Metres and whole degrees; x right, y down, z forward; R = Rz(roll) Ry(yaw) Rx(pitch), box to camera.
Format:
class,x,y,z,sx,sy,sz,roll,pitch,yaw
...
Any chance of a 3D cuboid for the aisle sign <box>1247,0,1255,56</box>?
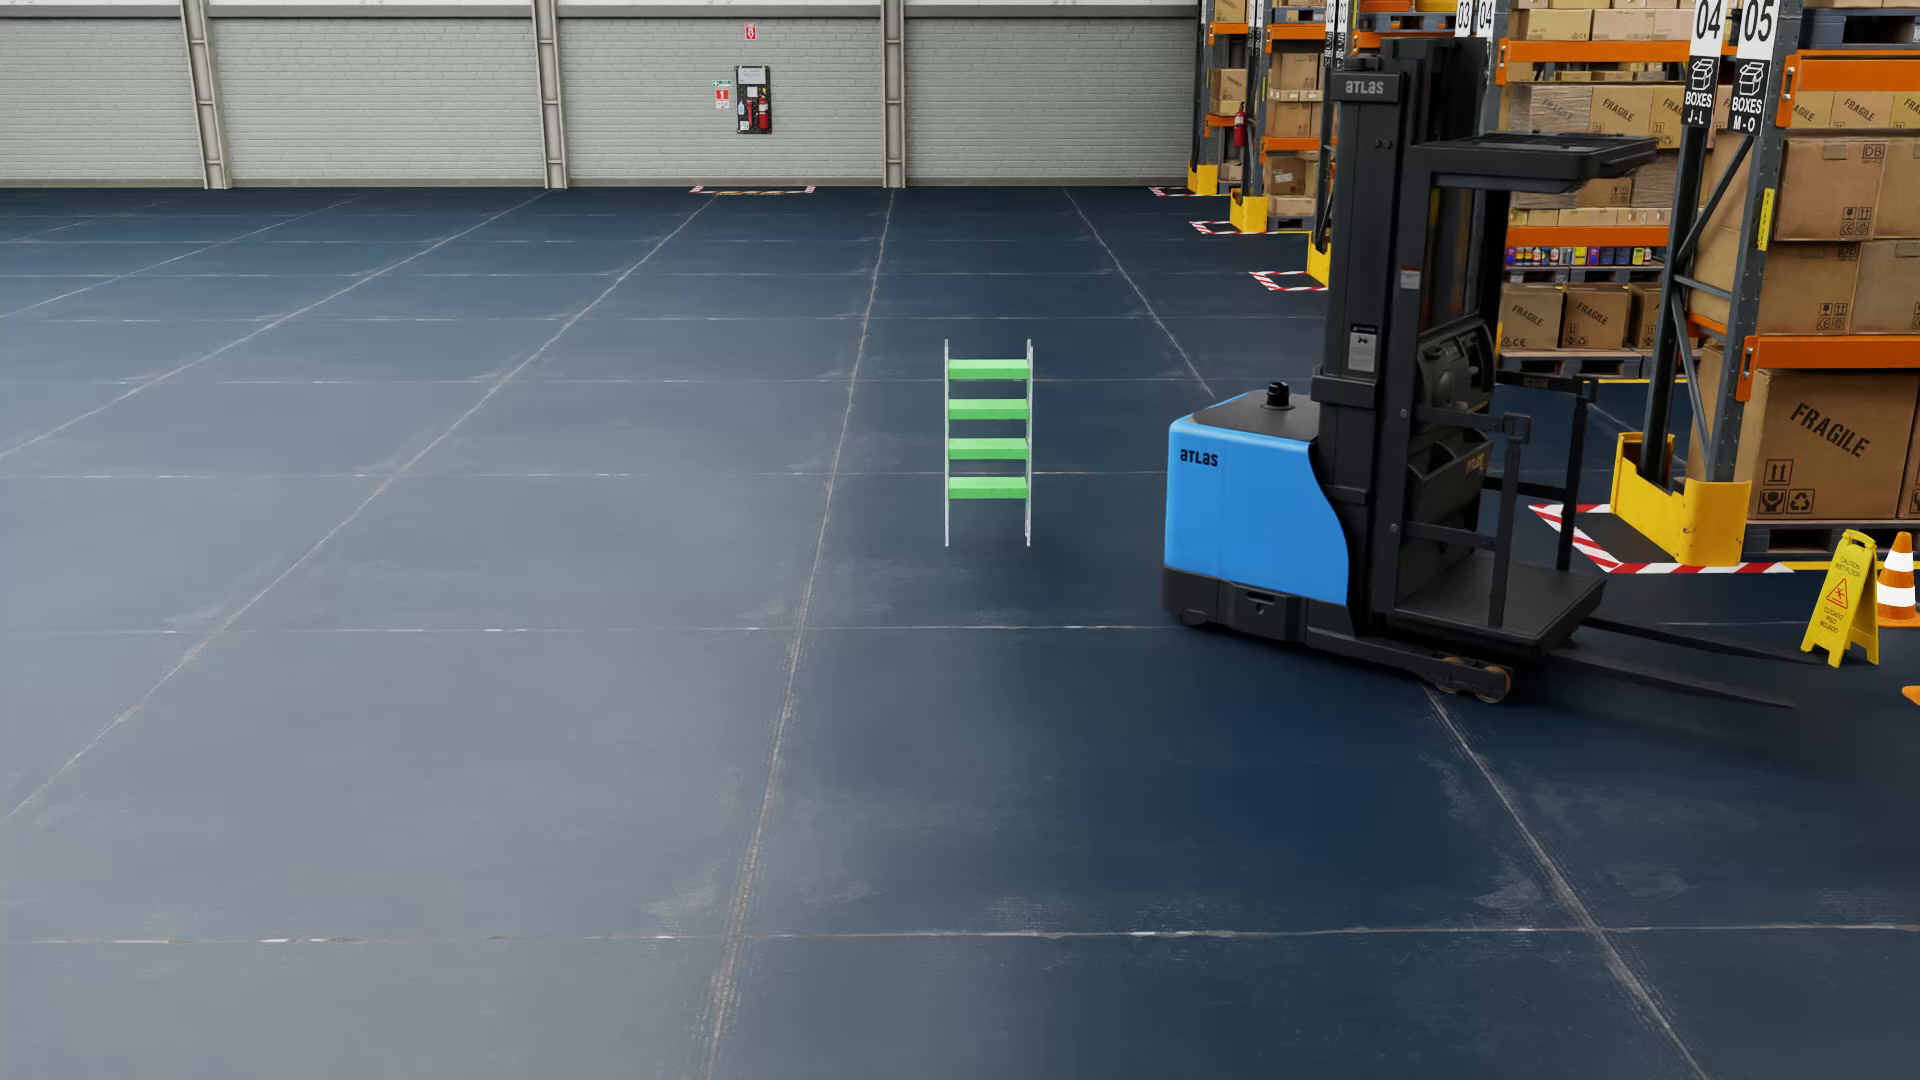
class,x,y,z,sx,sy,sz,roll,pitch,yaw
aisle sign,4.154,-7.322,23.705,0.004,0.787,0.394,0,18,-1

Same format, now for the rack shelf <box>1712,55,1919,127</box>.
class,x,y,z,sx,sy,sz,roll,pitch,yaw
rack shelf,6.354,-2.549,9.350,4.000,0.370,1.077,0,18,-1

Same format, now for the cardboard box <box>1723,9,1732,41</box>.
class,x,y,z,sx,sy,sz,roll,pitch,yaw
cardboard box,6.394,-4.259,13.748,0.500,0.250,0.500,0,18,1

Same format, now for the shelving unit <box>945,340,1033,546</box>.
class,x,y,z,sx,sy,sz,roll,pitch,yaw
shelving unit,0.166,-0.572,9.867,0.503,1.200,0.258,0,18,-1

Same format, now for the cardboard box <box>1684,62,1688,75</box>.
class,x,y,z,sx,sy,sz,roll,pitch,yaw
cardboard box,12.628,-8.026,28.244,0.500,0.250,0.500,0,18,0

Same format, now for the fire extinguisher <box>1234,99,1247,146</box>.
class,x,y,z,sx,sy,sz,roll,pitch,yaw
fire extinguisher,4.099,-6.099,24.276,0.183,0.674,0.296,0,18,-1

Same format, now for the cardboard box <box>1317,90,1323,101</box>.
class,x,y,z,sx,sy,sz,roll,pitch,yaw
cardboard box,5.134,-6.290,23.519,0.250,0.149,0.380,0,18,-1

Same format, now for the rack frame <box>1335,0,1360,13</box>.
class,x,y,z,sx,sy,sz,roll,pitch,yaw
rack frame,4.299,-7.338,18.191,0.127,3.000,1.000,0,18,-1

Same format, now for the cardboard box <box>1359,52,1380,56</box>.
class,x,y,z,sx,sy,sz,roll,pitch,yaw
cardboard box,5.774,-6.665,23.628,0.500,0.500,0.700,0,18,-1

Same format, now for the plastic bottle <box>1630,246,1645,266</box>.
class,x,y,z,sx,sy,sz,roll,pitch,yaw
plastic bottle,7.823,-3.314,19.194,0.133,0.283,0.061,1,18,2

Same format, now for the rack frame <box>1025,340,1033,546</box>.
class,x,y,z,sx,sy,sz,roll,pitch,yaw
rack frame,0.409,-0.573,9.870,0.015,1.200,0.240,0,18,-1

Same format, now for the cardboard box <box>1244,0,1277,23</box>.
class,x,y,z,sx,sy,sz,roll,pitch,yaw
cardboard box,5.018,-8.910,27.805,0.500,0.500,0.500,1,18,3

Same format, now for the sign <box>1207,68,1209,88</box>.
class,x,y,z,sx,sy,sz,roll,pitch,yaw
sign,4.151,-7.754,27.891,0.005,0.325,0.100,0,18,-1

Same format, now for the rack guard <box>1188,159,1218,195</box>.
class,x,y,z,sx,sy,sz,roll,pitch,yaw
rack guard,4.219,-6.318,28.923,0.348,0.500,1.175,0,18,-1

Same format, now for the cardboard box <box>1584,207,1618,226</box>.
class,x,y,z,sx,sy,sz,roll,pitch,yaw
cardboard box,5.416,-2.777,14.206,0.250,0.149,0.380,0,18,-1

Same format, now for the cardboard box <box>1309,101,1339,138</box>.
class,x,y,z,sx,sy,sz,roll,pitch,yaw
cardboard box,5.216,-6.045,23.816,0.500,0.500,0.700,0,18,1

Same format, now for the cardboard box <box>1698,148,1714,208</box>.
class,x,y,z,sx,sy,sz,roll,pitch,yaw
cardboard box,6.426,-3.180,14.398,0.500,0.500,0.875,0,18,-1

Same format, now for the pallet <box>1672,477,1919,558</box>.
class,x,y,z,sx,sy,sz,roll,pitch,yaw
pallet,5.153,-0.154,10.181,1.213,0.211,1.003,0,18,-1

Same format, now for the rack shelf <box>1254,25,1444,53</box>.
class,x,y,z,sx,sy,sz,roll,pitch,yaw
rack shelf,6.224,-7.090,23.506,4.000,0.370,1.077,0,18,-1

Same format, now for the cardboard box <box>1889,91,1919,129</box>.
class,x,y,z,sx,sy,sz,roll,pitch,yaw
cardboard box,7.931,-3.567,13.970,0.500,0.500,0.500,0,18,-1

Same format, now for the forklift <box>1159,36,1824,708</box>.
class,x,y,z,sx,sy,sz,roll,pitch,yaw
forklift,2.535,-0.826,7.824,3.031,2.935,1.130,13,22,34

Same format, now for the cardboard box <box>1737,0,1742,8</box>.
class,x,y,z,sx,sy,sz,roll,pitch,yaw
cardboard box,6.468,-4.463,13.731,0.250,0.149,0.380,-1,18,-3

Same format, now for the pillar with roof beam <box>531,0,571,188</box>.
class,x,y,z,sx,sy,sz,roll,pitch,yaw
pillar with roof beam,-7.102,-9.259,24.179,0.400,9.000,9.100,0,18,-1

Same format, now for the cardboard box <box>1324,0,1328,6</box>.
class,x,y,z,sx,sy,sz,roll,pitch,yaw
cardboard box,5.372,-7.704,23.571,0.500,0.250,0.500,0,18,-1

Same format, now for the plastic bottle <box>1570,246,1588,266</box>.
class,x,y,z,sx,sy,sz,roll,pitch,yaw
plastic bottle,7.144,-3.356,19.214,0.185,0.351,0.144,0,18,-1

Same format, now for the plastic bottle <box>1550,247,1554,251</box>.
class,x,y,z,sx,sy,sz,roll,pitch,yaw
plastic bottle,7.130,-3.551,19.933,0.133,0.283,0.061,1,18,2

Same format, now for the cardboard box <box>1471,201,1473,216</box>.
class,x,y,z,sx,sy,sz,roll,pitch,yaw
cardboard box,4.659,-2.914,14.631,0.250,0.149,0.380,0,18,-1

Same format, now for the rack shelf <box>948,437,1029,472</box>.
class,x,y,z,sx,sy,sz,roll,pitch,yaw
rack shelf,0.166,-0.511,9.886,0.480,0.148,0.258,0,18,-1

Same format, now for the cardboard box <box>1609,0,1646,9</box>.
class,x,y,z,sx,sy,sz,roll,pitch,yaw
cardboard box,5.441,-4.437,13.649,0.250,0.149,0.380,0,18,1

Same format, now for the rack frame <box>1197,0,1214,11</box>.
class,x,y,z,sx,sy,sz,roll,pitch,yaw
rack frame,4.143,-10.364,27.624,0.127,3.000,1.000,0,18,-1

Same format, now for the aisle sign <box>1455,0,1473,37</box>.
class,x,y,z,sx,sy,sz,roll,pitch,yaw
aisle sign,4.310,-4.298,14.280,0.004,0.787,0.394,0,18,-1

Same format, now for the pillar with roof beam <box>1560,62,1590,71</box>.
class,x,y,z,sx,sy,sz,roll,pitch,yaw
pillar with roof beam,10.896,-9.346,24.449,0.400,9.000,9.100,0,18,-1

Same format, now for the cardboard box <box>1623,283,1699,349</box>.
class,x,y,z,sx,sy,sz,roll,pitch,yaw
cardboard box,6.225,-1.987,14.736,0.500,0.500,0.500,1,18,4

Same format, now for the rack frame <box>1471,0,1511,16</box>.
class,x,y,z,sx,sy,sz,roll,pitch,yaw
rack frame,4.377,-5.826,13.476,0.127,3.000,1.000,0,18,-1

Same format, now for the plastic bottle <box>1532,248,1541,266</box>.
class,x,y,z,sx,sy,sz,roll,pitch,yaw
plastic bottle,6.658,-3.275,19.207,0.097,0.201,0.097,0,18,0

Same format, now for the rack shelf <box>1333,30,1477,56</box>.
class,x,y,z,sx,sy,sz,roll,pitch,yaw
rack shelf,6.299,-5.577,18.790,4.000,0.370,1.077,0,18,-1

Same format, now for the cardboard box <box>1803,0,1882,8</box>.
class,x,y,z,sx,sy,sz,roll,pitch,yaw
cardboard box,4.702,-2.914,8.869,0.250,0.149,0.380,0,18,0

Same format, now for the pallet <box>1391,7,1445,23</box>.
class,x,y,z,sx,sy,sz,roll,pitch,yaw
pallet,6.155,-7.383,23.386,1.213,0.211,1.003,0,18,-1

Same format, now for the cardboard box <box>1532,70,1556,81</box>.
class,x,y,z,sx,sy,sz,roll,pitch,yaw
cardboard box,9.868,-7.789,28.534,0.500,0.500,0.700,2,18,7

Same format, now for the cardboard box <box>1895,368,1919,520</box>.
class,x,y,z,sx,sy,sz,roll,pitch,yaw
cardboard box,5.911,-0.670,10.017,0.875,0.875,0.875,-1,18,-2

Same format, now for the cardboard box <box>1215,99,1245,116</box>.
class,x,y,z,sx,sy,sz,roll,pitch,yaw
cardboard box,4.635,-7.351,28.265,0.500,0.250,0.500,-1,18,-2

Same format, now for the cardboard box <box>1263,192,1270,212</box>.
class,x,y,z,sx,sy,sz,roll,pitch,yaw
cardboard box,4.756,-4.978,24.469,0.500,0.250,0.500,0,18,-1

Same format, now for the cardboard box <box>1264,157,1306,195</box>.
class,x,y,z,sx,sy,sz,roll,pitch,yaw
cardboard box,4.756,-5.336,24.357,0.500,0.500,0.500,0,18,-1

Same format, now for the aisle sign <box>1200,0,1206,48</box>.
class,x,y,z,sx,sy,sz,roll,pitch,yaw
aisle sign,4.075,-8.653,27.856,0.004,0.787,0.394,0,18,-1

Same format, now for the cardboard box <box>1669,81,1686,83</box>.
class,x,y,z,sx,sy,sz,roll,pitch,yaw
cardboard box,6.423,-3.718,14.440,0.500,0.500,0.500,0,18,-1

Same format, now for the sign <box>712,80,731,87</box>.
class,x,y,z,sx,sy,sz,roll,pitch,yaw
sign,-4.192,-8.041,29.278,0.331,0.109,0.001,0,18,-1

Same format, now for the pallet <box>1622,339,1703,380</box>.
class,x,y,z,sx,sy,sz,roll,pitch,yaw
pallet,6.483,-1.640,14.813,1.213,0.211,1.003,0,18,-1

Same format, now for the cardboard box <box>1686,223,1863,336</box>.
class,x,y,z,sx,sy,sz,roll,pitch,yaw
cardboard box,4.725,-1.541,9.694,0.550,0.550,0.875,0,18,-1

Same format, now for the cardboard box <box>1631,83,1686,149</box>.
class,x,y,z,sx,sy,sz,roll,pitch,yaw
cardboard box,5.931,-3.557,13.937,0.500,0.500,0.500,0,18,-1

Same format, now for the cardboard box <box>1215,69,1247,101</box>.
class,x,y,z,sx,sy,sz,roll,pitch,yaw
cardboard box,4.625,-7.713,28.167,0.500,0.500,0.500,0,18,-1
